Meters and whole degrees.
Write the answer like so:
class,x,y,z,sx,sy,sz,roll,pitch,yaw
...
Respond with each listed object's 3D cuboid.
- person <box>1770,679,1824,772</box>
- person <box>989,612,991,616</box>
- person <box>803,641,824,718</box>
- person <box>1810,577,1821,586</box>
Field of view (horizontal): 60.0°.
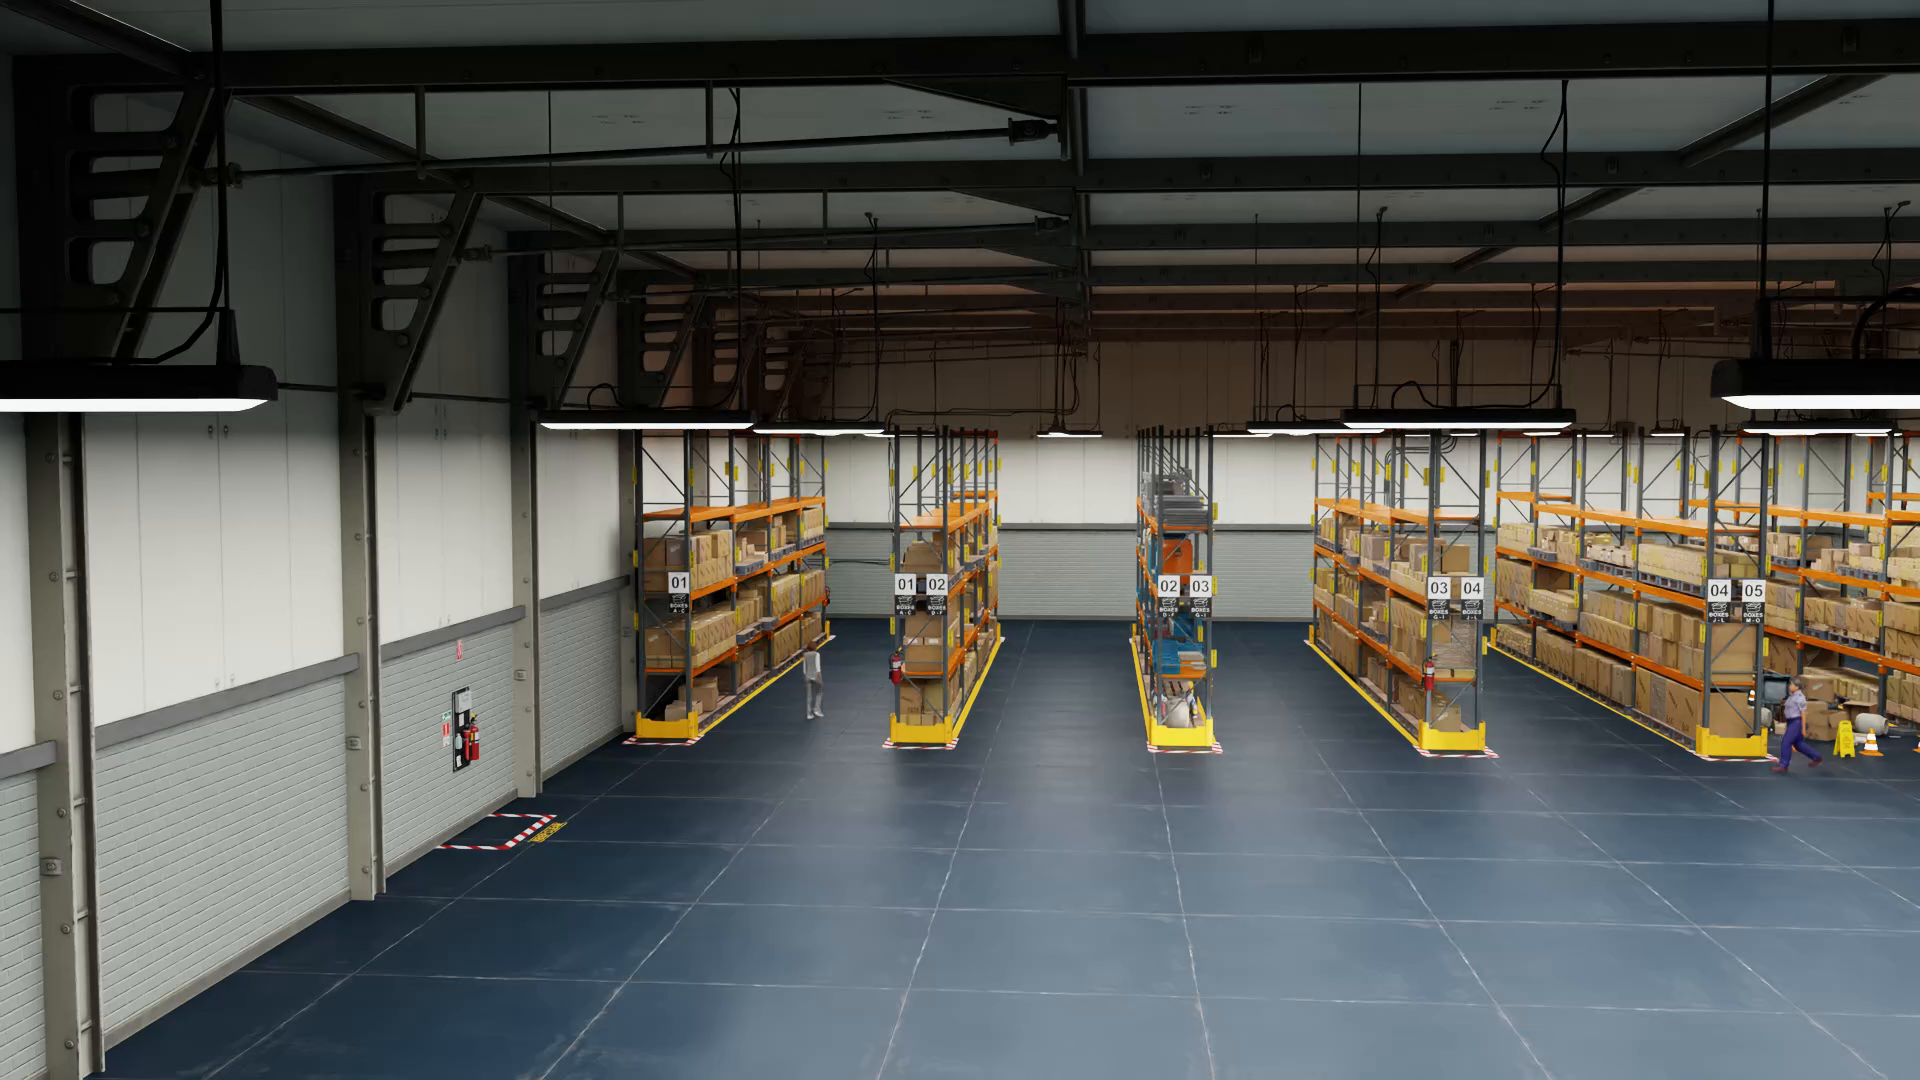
class,x,y,z,sx,sy,sz,roll,pitch,yaw
person,14.449,3.193,28.641,0.962,1.590,0.481,0,3,6
person,0.725,1.894,49.063,0.481,1.778,0.593,1,4,19
person,-3.053,2.878,34.191,0.433,1.610,0.512,1,4,14
person,25.154,1.904,48.982,1.119,1.733,0.570,-1,4,-21
